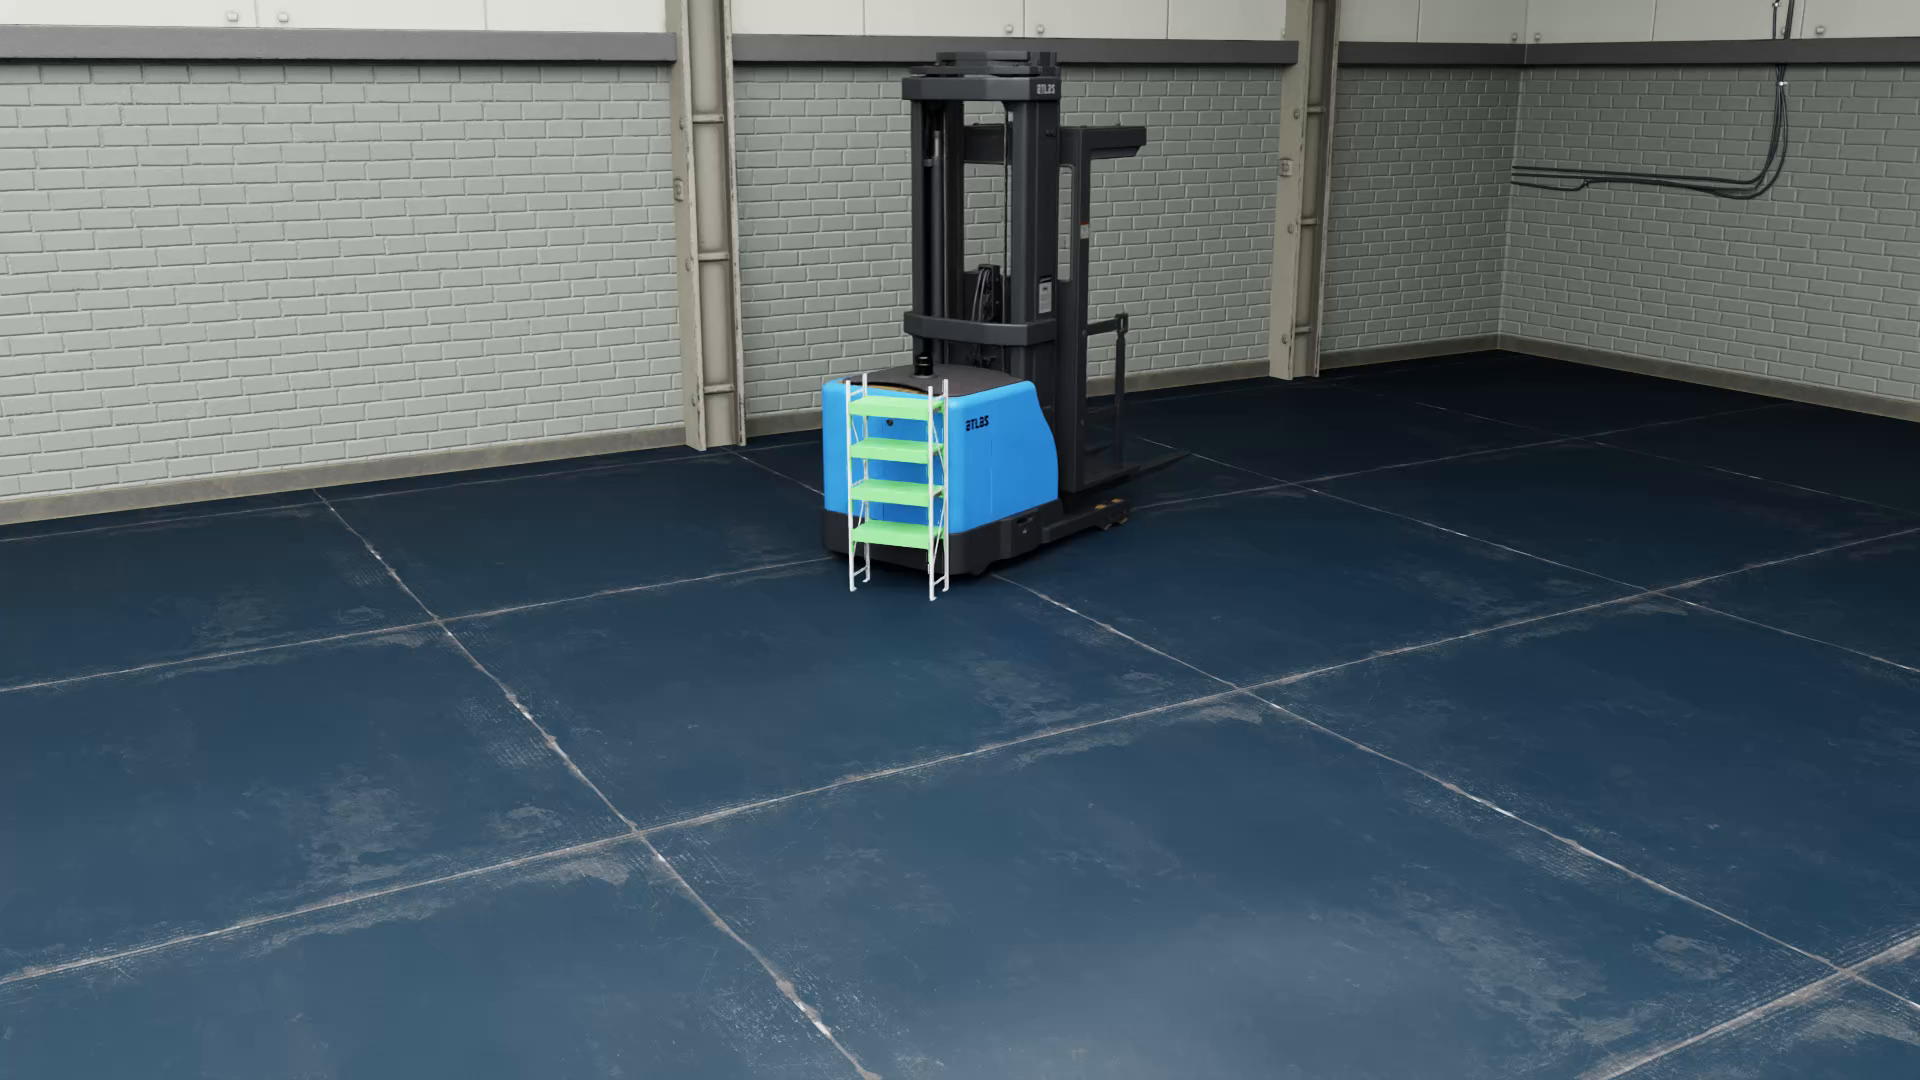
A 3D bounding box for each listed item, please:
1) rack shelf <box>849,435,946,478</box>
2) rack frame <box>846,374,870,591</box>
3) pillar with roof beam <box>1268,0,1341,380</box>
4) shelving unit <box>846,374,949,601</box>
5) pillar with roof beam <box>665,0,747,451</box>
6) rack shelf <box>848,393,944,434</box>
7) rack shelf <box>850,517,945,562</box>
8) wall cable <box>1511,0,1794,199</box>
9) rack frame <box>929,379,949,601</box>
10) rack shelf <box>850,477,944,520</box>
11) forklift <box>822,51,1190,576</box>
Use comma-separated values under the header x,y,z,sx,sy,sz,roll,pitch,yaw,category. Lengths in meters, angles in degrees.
x,y,z,sx,sy,sz,roll,pitch,yaw,category
-0.344,-0.464,9.189,0.480,0.148,0.258,6,17,21,rack shelf
-0.570,-0.319,9.324,0.015,1.200,0.240,6,17,21,rack frame
5.437,-4.924,11.303,0.400,9.000,9.100,-9,18,-30,pillar with roof beam
-0.343,-0.295,9.237,0.503,1.200,0.258,6,17,21,shelving unit
0.294,-4.090,8.327,0.400,9.000,9.100,-9,18,-30,pillar with roof beam
-0.344,-0.695,9.124,0.480,0.148,0.258,6,17,21,rack shelf
-0.343,-0.003,9.320,0.480,0.148,0.258,6,17,21,rack shelf
6.426,-4.528,15.644,0.112,2.526,3.097,-9,18,-30,wall cable
-0.117,-0.271,9.151,0.015,1.200,0.240,6,17,21,rack frame
-0.343,-0.233,9.255,0.480,0.148,0.258,6,17,21,rack shelf
0.460,-1.544,10.486,1.130,2.935,3.031,11,19,35,forklift
